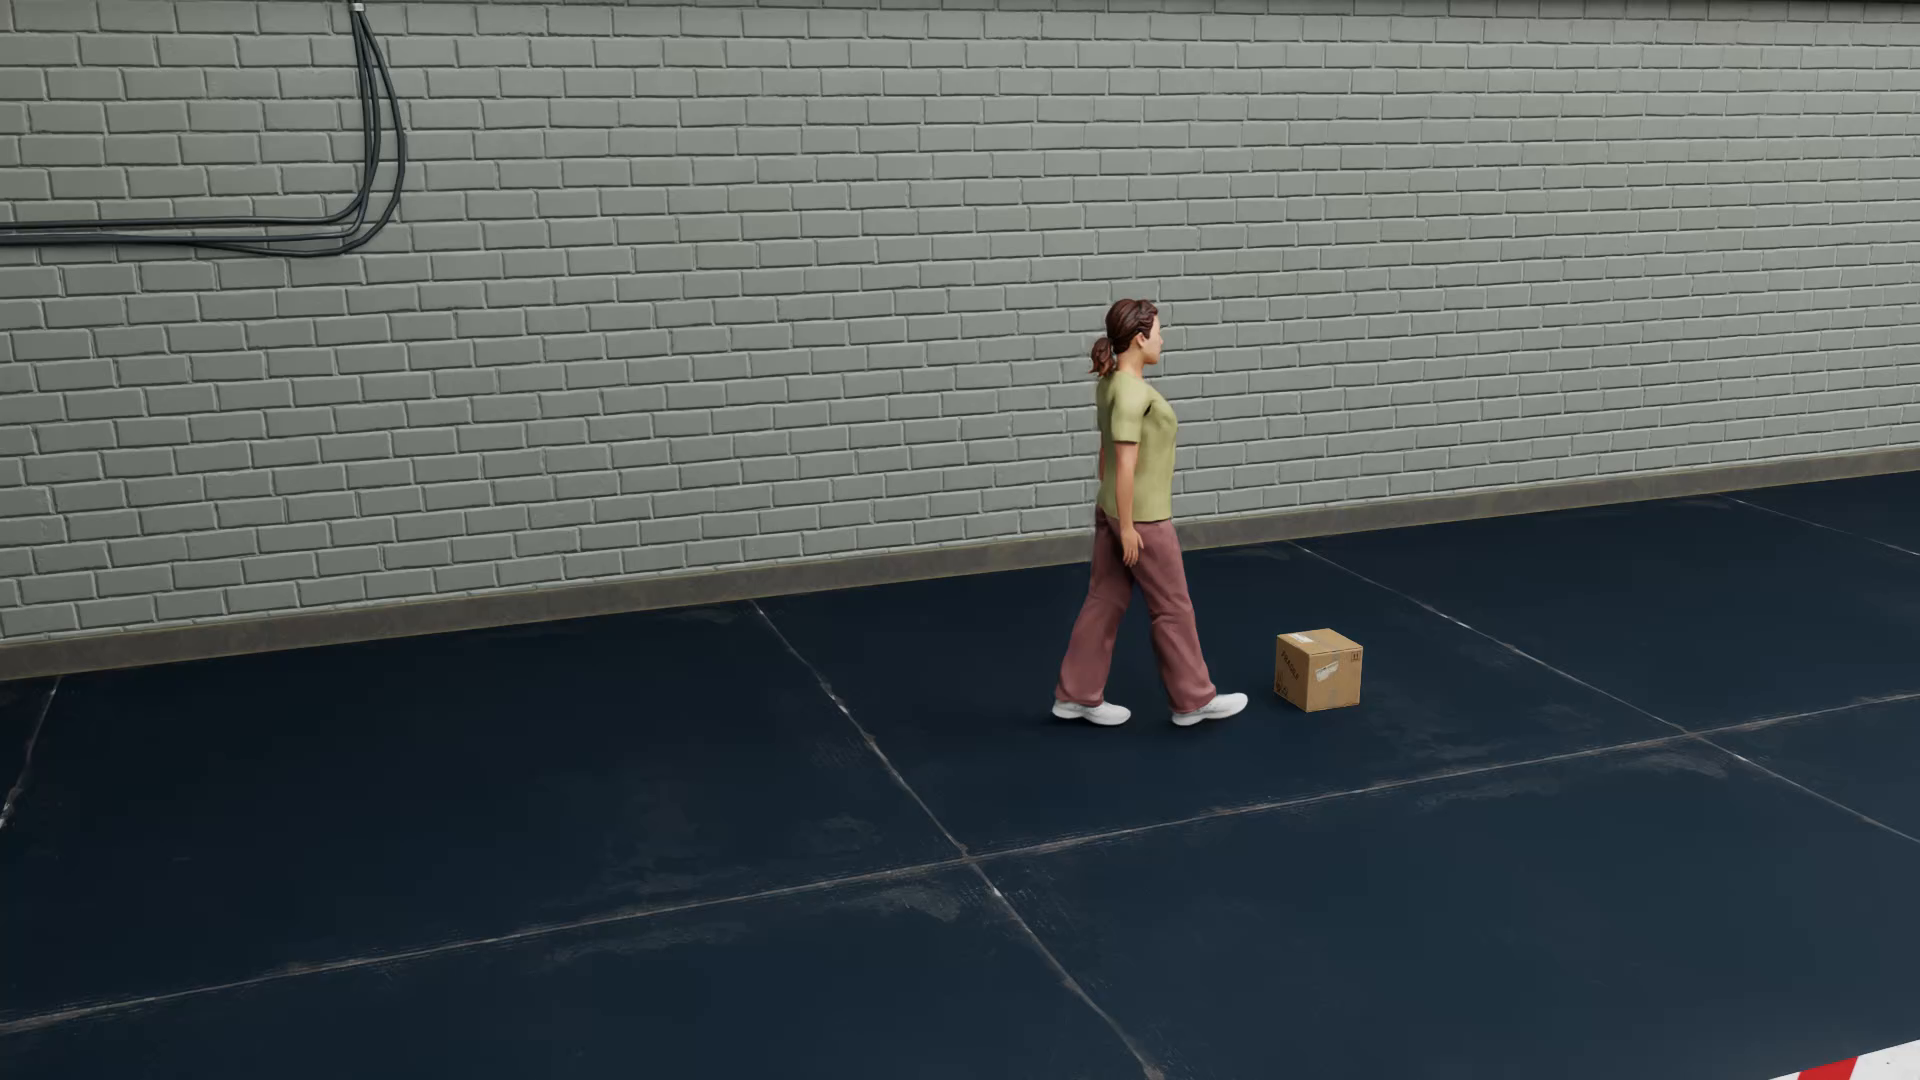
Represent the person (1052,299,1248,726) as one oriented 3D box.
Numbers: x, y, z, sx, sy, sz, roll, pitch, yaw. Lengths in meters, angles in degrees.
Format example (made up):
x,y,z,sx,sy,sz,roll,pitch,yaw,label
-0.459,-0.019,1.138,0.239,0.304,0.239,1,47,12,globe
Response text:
x,y,z,sx,sy,sz,roll,pitch,yaw,label
0.742,-0.091,6.355,0.758,1.652,0.465,-2,16,-9,person
